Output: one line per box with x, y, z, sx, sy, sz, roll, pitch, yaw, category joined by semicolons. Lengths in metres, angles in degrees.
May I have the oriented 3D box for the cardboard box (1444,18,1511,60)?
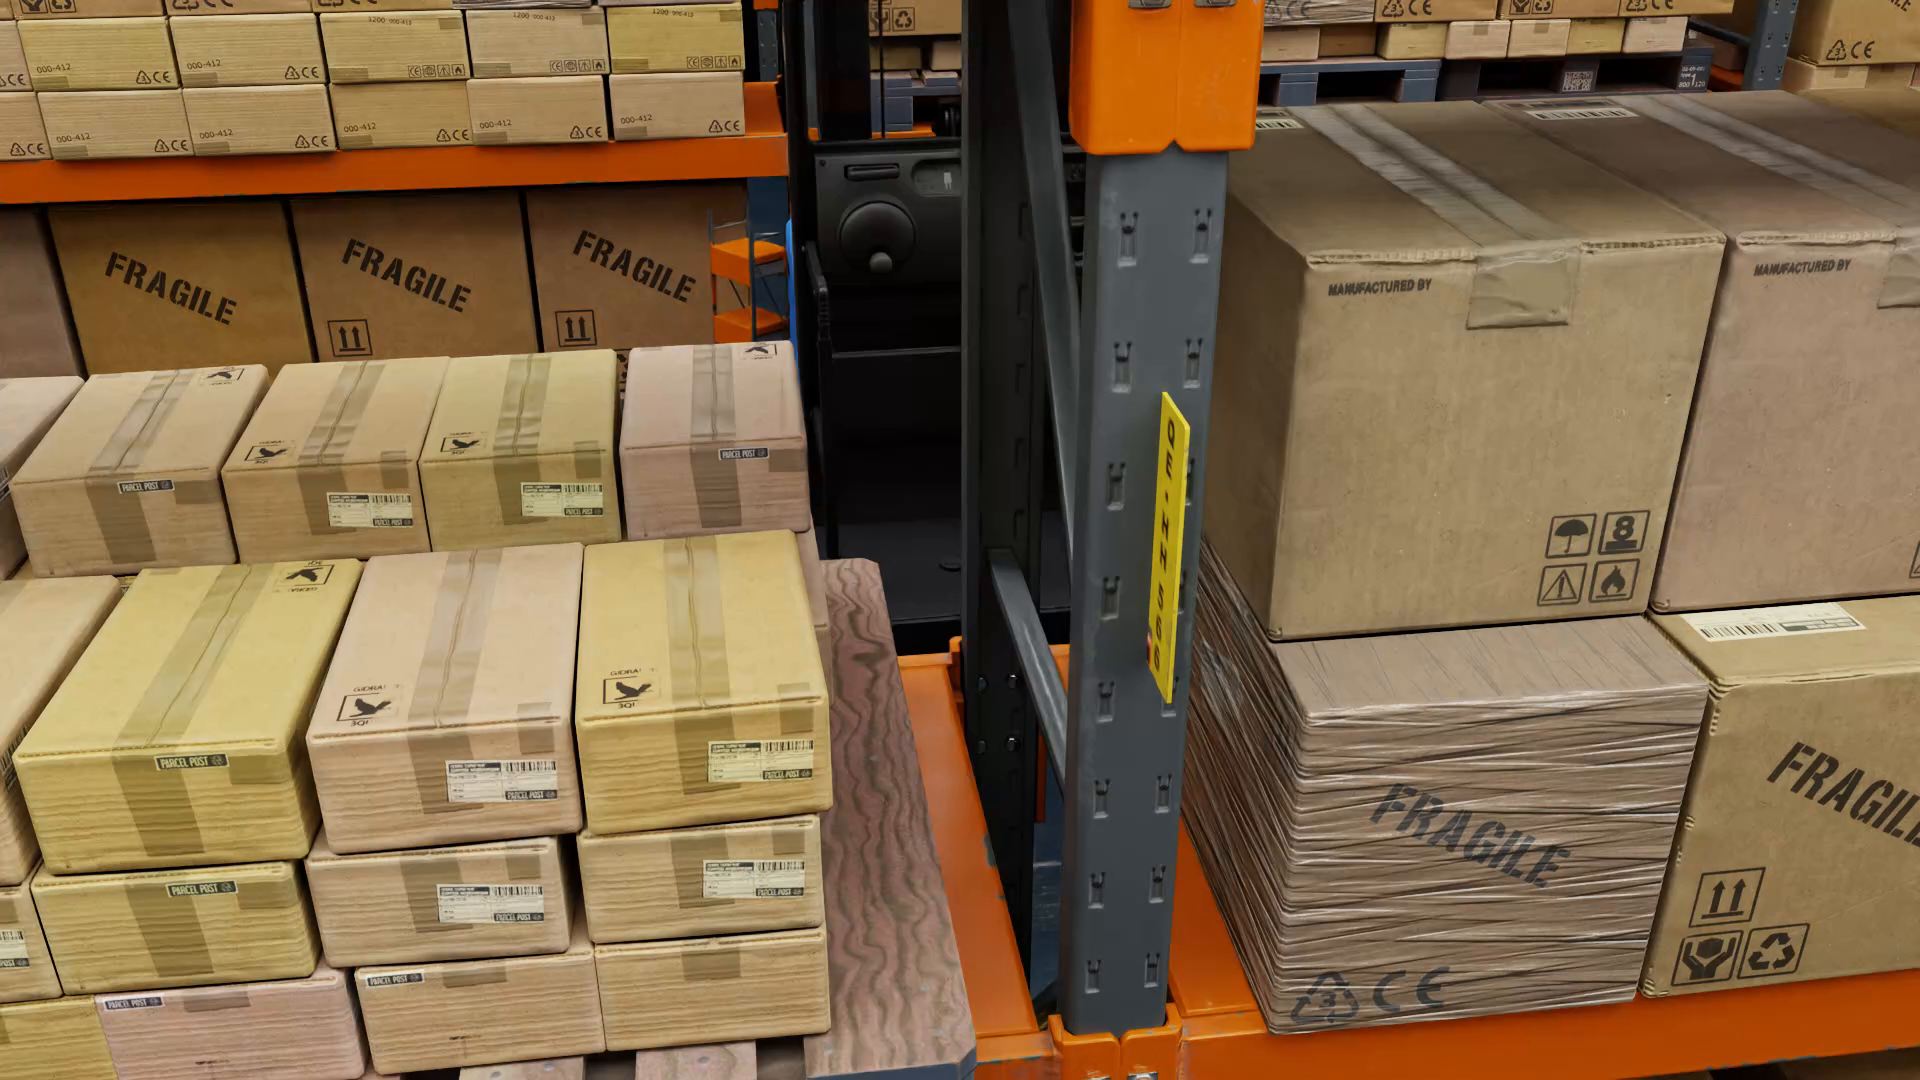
2.068;-2.098;6.868;0.250;0.149;0.380;-3;27;-7;cardboard box

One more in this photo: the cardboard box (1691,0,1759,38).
3.710;-2.557;7.513;0.500;0.500;0.500;-4;27;-8;cardboard box

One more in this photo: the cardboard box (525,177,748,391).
-1.352;-1.220;7.210;0.875;0.875;0.875;-4;27;-8;cardboard box

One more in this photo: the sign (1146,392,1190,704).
0.218;0.011;1.762;0.005;0.325;0.100;-4;27;-7;sign

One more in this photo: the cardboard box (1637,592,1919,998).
1.119;0.261;2.345;0.500;0.500;0.500;-4;27;-8;cardboard box

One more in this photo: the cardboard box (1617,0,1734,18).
2.879;-2.470;6.883;0.500;0.500;0.500;-4;27;-8;cardboard box

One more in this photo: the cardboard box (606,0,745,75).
-1.101;-1.995;6.470;0.500;0.250;0.500;-4;27;-7;cardboard box

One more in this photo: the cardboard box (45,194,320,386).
-3.121;-1.109;6.993;0.875;0.875;0.875;-3;27;-6;cardboard box

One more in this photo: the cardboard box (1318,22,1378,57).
1.546;-2.129;6.928;0.250;0.149;0.380;-5;28;-9;cardboard box

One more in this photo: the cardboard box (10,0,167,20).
-3.145;-2.194;6.035;0.500;0.500;0.500;-4;27;-8;cardboard box

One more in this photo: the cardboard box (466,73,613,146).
-1.625;-1.729;6.499;0.500;0.250;0.500;-3;27;-6;cardboard box

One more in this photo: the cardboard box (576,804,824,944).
-0.292;0.276;1.916;0.250;0.149;0.380;-3;27;-6;cardboard box

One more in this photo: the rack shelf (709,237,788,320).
-0.820;-1.038;6.517;0.240;0.259;0.215;24;34;38;rack shelf

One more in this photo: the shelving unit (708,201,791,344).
-0.826;-0.792;6.636;0.252;1.050;0.215;24;34;38;shelving unit

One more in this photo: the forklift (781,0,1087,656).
0.058;-0.973;4.935;1.130;2.935;3.031;-4;27;-8;forklift

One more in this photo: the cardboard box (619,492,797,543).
-0.373;-0.021;2.495;0.250;0.149;0.380;-2;27;-5;cardboard box

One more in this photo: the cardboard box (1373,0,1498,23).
1.876;-2.408;6.762;0.500;0.500;0.500;-3;27;-5;cardboard box

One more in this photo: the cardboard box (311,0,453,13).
-2.132;-2.259;6.161;0.500;0.500;0.500;-4;27;-7;cardboard box

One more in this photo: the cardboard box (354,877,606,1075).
-0.537;0.425;1.951;0.250;0.149;0.380;-4;27;-7;cardboard box

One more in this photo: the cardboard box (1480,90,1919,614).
1.080;-0.300;2.344;0.500;0.500;0.700;-4;27;-8;cardboard box

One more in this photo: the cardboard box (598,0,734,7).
-1.132;-2.323;6.288;0.500;0.500;0.500;-4;27;-9;cardboard box

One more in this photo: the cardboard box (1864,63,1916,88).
3.904;-2.042;7.220;0.250;0.149;0.380;-3;27;-6;cardboard box

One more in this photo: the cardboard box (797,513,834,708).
-0.338;0.108;2.569;0.250;0.149;0.380;-4;27;-8;cardboard box

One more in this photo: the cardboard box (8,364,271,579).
-1.123;-0.103;2.329;0.250;0.149;0.380;-5;28;-9;cardboard box

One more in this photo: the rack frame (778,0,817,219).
-0.656;-1.985;6.833;0.127;3.000;1.000;-4;27;-7;rack frame

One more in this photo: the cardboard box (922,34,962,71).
-0.024;-2.000;6.677;0.250;0.149;0.380;-5;28;-10;cardboard box

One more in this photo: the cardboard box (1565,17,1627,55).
2.570;-2.148;6.967;0.250;0.149;0.380;-4;28;-9;cardboard box

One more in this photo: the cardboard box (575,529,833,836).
-0.288;0.145;1.846;0.250;0.149;0.380;-5;28;-9;cardboard box

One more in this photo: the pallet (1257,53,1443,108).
1.298;-2.044;7.159;1.213;0.211;1.003;-4;27;-7;pallet

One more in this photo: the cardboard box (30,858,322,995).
-0.817;0.312;1.846;0.250;0.149;0.380;-3;27;-6;cardboard box

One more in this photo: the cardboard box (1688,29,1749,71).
3.580;-2.286;7.695;0.250;0.149;0.380;-4;27;-8;cardboard box

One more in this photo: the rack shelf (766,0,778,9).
0.629;-4.036;11.618;4.000;0.370;1.077;-4;27;-7;rack shelf

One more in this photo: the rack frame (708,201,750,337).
-0.913;-0.831;6.712;0.008;1.050;0.200;24;34;38;rack frame

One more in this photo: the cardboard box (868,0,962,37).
-0.179;-2.273;6.499;0.500;0.500;0.500;-4;27;-9;cardboard box

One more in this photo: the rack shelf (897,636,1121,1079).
-1.847;0.693;2.401;4.000;0.370;1.077;-4;27;-7;rack shelf

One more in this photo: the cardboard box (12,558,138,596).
-1.155;0.031;2.392;0.250;0.149;0.380;-4;27;-7;cardboard box

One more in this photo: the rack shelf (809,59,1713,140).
1.324;-1.792;7.246;4.000;0.370;1.077;-4;27;-7;rack shelf

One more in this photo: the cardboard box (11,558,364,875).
-0.797;0.176;1.784;0.250;0.149;0.380;-3;27;-6;cardboard box

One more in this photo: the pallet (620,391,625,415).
-1.448;-0.729;7.439;1.213;0.211;1.003;-4;27;-7;pallet

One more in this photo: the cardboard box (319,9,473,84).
-2.112;-1.919;6.321;0.500;0.250;0.500;-4;27;-8;cardboard box

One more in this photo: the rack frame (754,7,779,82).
-1.352;-4.229;11.206;0.127;3.000;1.000;-4;27;-7;rack frame

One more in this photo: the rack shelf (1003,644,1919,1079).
2.114;0.439;2.897;4.000;0.370;1.077;-4;27;-7;rack shelf

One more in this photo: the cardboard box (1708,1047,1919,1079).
1.614;1.005;3.010;0.750;0.750;1.050;-3;27;-6;cardboard box

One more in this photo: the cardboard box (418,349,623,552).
-0.617;-0.134;2.388;0.250;0.149;0.380;-4;27;-9;cardboard box

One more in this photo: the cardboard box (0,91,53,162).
-3.633;-1.606;6.259;0.500;0.250;0.500;-4;27;-8;cardboard box

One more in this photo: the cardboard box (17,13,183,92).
-3.127;-1.853;6.192;0.500;0.250;0.500;-3;27;-6;cardboard box

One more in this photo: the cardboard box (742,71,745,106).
-1.176;-2.001;7.029;0.500;0.250;0.500;-4;27;-8;cardboard box

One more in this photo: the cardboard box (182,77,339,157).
-2.627;-1.659;6.363;0.500;0.250;0.500;-4;27;-8;cardboard box

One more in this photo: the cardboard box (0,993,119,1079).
-1.039;0.456;1.891;0.250;0.149;0.380;-4;27;-8;cardboard box
